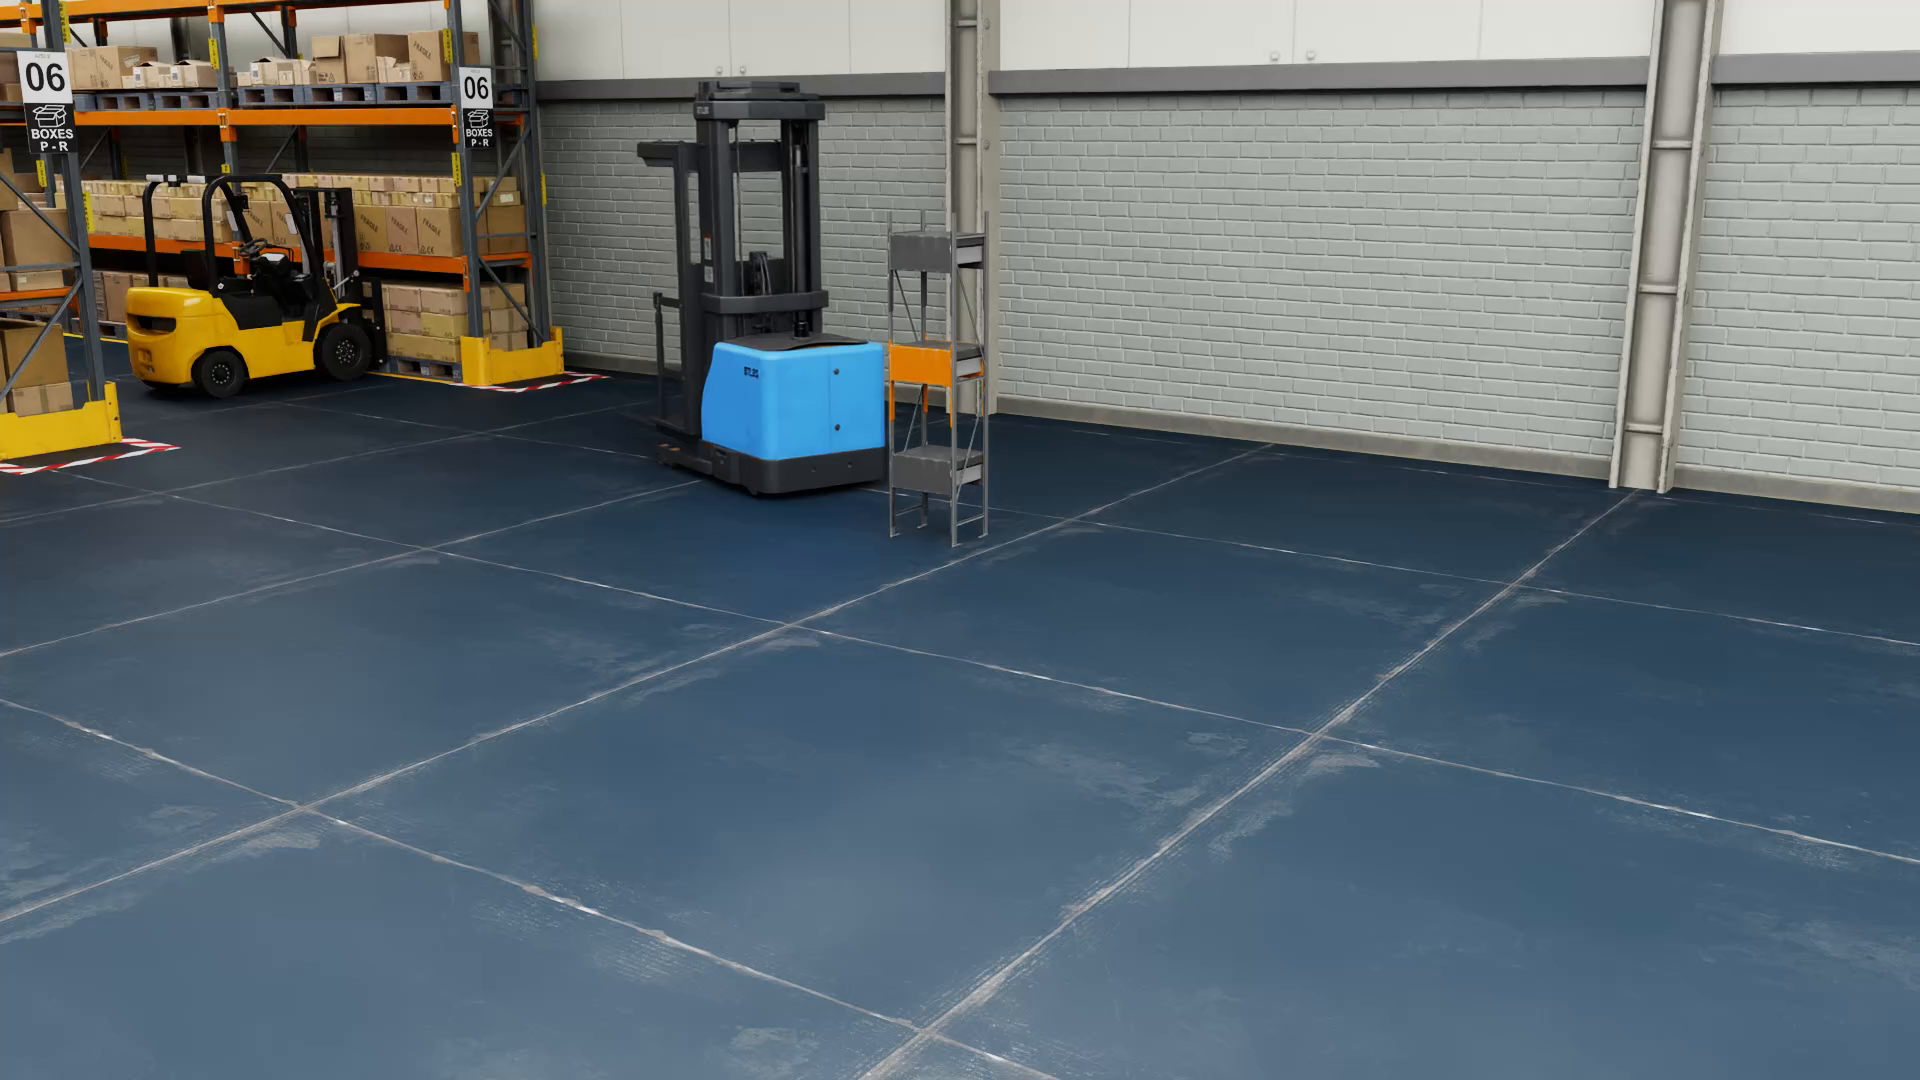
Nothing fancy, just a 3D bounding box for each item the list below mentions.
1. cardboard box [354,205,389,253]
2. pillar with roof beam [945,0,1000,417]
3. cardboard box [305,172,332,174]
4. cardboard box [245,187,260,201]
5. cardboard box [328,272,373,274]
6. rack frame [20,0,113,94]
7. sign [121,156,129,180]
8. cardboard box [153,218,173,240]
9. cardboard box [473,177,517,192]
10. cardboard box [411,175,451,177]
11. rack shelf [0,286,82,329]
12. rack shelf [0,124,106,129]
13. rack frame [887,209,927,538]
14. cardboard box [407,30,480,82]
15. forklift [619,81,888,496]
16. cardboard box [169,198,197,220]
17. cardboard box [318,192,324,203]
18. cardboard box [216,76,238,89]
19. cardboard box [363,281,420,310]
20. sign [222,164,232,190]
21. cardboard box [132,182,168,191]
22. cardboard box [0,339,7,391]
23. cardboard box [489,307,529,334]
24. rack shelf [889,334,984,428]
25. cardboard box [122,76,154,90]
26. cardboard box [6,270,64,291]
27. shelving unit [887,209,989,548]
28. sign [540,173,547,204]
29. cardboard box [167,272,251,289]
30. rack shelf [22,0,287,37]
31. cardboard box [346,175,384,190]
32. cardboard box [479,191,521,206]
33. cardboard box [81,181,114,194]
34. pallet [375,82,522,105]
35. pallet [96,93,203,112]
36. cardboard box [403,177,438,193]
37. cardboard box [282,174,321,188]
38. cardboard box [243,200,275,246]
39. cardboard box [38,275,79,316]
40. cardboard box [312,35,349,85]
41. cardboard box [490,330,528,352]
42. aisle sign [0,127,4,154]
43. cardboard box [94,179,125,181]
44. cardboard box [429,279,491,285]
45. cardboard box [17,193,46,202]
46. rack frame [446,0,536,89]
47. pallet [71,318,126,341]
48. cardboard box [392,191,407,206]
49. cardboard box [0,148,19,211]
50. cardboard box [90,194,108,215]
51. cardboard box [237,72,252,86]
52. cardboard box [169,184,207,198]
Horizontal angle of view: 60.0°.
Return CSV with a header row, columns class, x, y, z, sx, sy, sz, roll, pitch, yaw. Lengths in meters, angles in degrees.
class,x,y,z,sx,sy,sz,roll,pitch,yaw
cardboard box,-6.196,-3.393,18.081,0.500,0.500,0.500,9,16,32
pillar with roof beam,-2.289,-4.713,11.136,0.400,9.000,9.100,9,17,33
cardboard box,-7.491,-4.211,19.414,0.250,0.149,0.380,9,16,31
cardboard box,-7.992,-3.996,19.164,0.250,0.149,0.380,9,16,32
cardboard box,-7.164,-2.990,19.425,0.500,0.250,0.500,9,16,32
rack frame,-11.428,-7.176,21.085,0.127,3.000,1.000,9,17,33
sign,-11.121,-4.937,22.115,0.005,0.325,0.100,9,17,33
cardboard box,-9.489,-3.809,20.281,0.500,0.250,0.500,9,17,33
cardboard box,-4.950,-3.787,17.700,0.250,0.149,0.380,9,16,32
cardboard box,-5.805,-3.927,18.269,0.250,0.149,0.380,10,17,35
rack shelf,-9.217,-2.120,14.642,4.000,0.370,1.077,9,17,33
rack shelf,-13.088,-5.639,22.615,4.000,0.370,1.077,9,17,33
rack frame,-0.340,-1.074,10.793,0.015,2.100,0.400,9,17,33
cardboard box,-5.294,-4.959,17.080,0.500,0.500,0.500,10,17,35
forklift,-1.794,-2.044,12.981,1.130,2.935,3.031,-9,17,-34
cardboard box,-9.090,-3.980,19.930,0.500,0.250,0.500,9,16,31
cardboard box,-6.946,-3.818,18.448,0.250,0.149,0.380,9,16,31
cardboard box,-8.704,-5.467,19.864,0.250,0.149,0.380,9,17,33
cardboard box,-6.198,-2.678,18.167,0.500,0.250,0.500,9,17,34
sign,-8.404,-4.142,19.067,0.005,0.325,0.100,9,17,33
cardboard box,-9.982,-4.339,20.552,0.250,0.149,0.380,9,17,33
cardboard box,-8.368,-1.489,13.886,0.500,0.500,0.500,9,17,33
cardboard box,-5.065,-2.407,18.114,0.500,0.250,0.500,10,17,34
rack shelf,-0.137,-1.028,10.664,0.480,0.518,0.431,9,17,33
cardboard box,-9.831,-5.504,20.015,0.250,0.149,0.380,9,16,32
cardboard box,-7.724,-2.166,13.853,0.250,0.149,0.380,9,17,33
shelving unit,-0.137,-1.041,10.661,0.503,2.100,0.431,9,17,33
sign,-4.476,-3.760,17.802,0.005,0.325,0.100,9,17,33
cardboard box,-9.188,-2.952,20.574,0.625,0.625,0.875,9,17,32
rack shelf,-9.769,-6.365,20.136,4.000,0.370,1.077,9,17,33
cardboard box,-6.481,-3.909,18.197,0.250,0.149,0.380,9,17,34
cardboard box,-4.927,-3.652,17.775,0.250,0.149,0.380,9,16,31
cardboard box,-10.879,-4.461,21.044,0.250,0.149,0.380,10,17,34
pallet,-5.363,-4.704,17.526,1.213,0.211,1.003,9,17,33
pallet,-9.886,-5.406,20.569,1.213,0.211,1.003,10,17,35
cardboard box,-5.659,-3.761,17.599,0.250,0.149,0.380,10,17,34
cardboard box,-7.370,-4.029,18.679,0.250,0.149,0.380,10,17,34
cardboard box,-7.887,-3.665,19.176,0.500,0.500,0.500,9,16,31
cardboard box,-11.899,-3.268,22.112,0.500,0.500,0.500,10,17,34
cardboard box,-6.552,-5.204,18.063,0.637,0.503,0.797,10,17,35
cardboard box,-5.089,-2.165,18.175,0.500,0.250,0.500,9,17,33
aisle sign,-7.668,-3.397,12.892,0.004,0.787,0.394,9,17,33
cardboard box,-11.046,-4.624,21.703,0.250,0.149,0.380,10,17,35
cardboard box,-5.500,-2.714,18.312,0.500,0.250,0.500,9,17,33
cardboard box,-12.485,-4.472,22.084,0.500,0.250,0.500,8,16,30
rack frame,-4.790,-6.103,16.751,0.127,3.000,1.000,9,17,33
pallet,-10.767,-2.792,21.663,1.213,0.211,1.003,9,17,33
cardboard box,-5.843,-3.656,17.792,0.250,0.149,0.380,9,17,32
cardboard box,-8.103,-2.904,13.405,0.500,0.500,0.700,9,16,31
cardboard box,-10.782,-4.258,21.054,0.500,0.250,0.500,10,17,35
cardboard box,-7.907,-5.193,18.758,0.250,0.149,0.380,10,17,34
cardboard box,-9.207,-4.176,19.891,0.250,0.149,0.380,9,16,31
